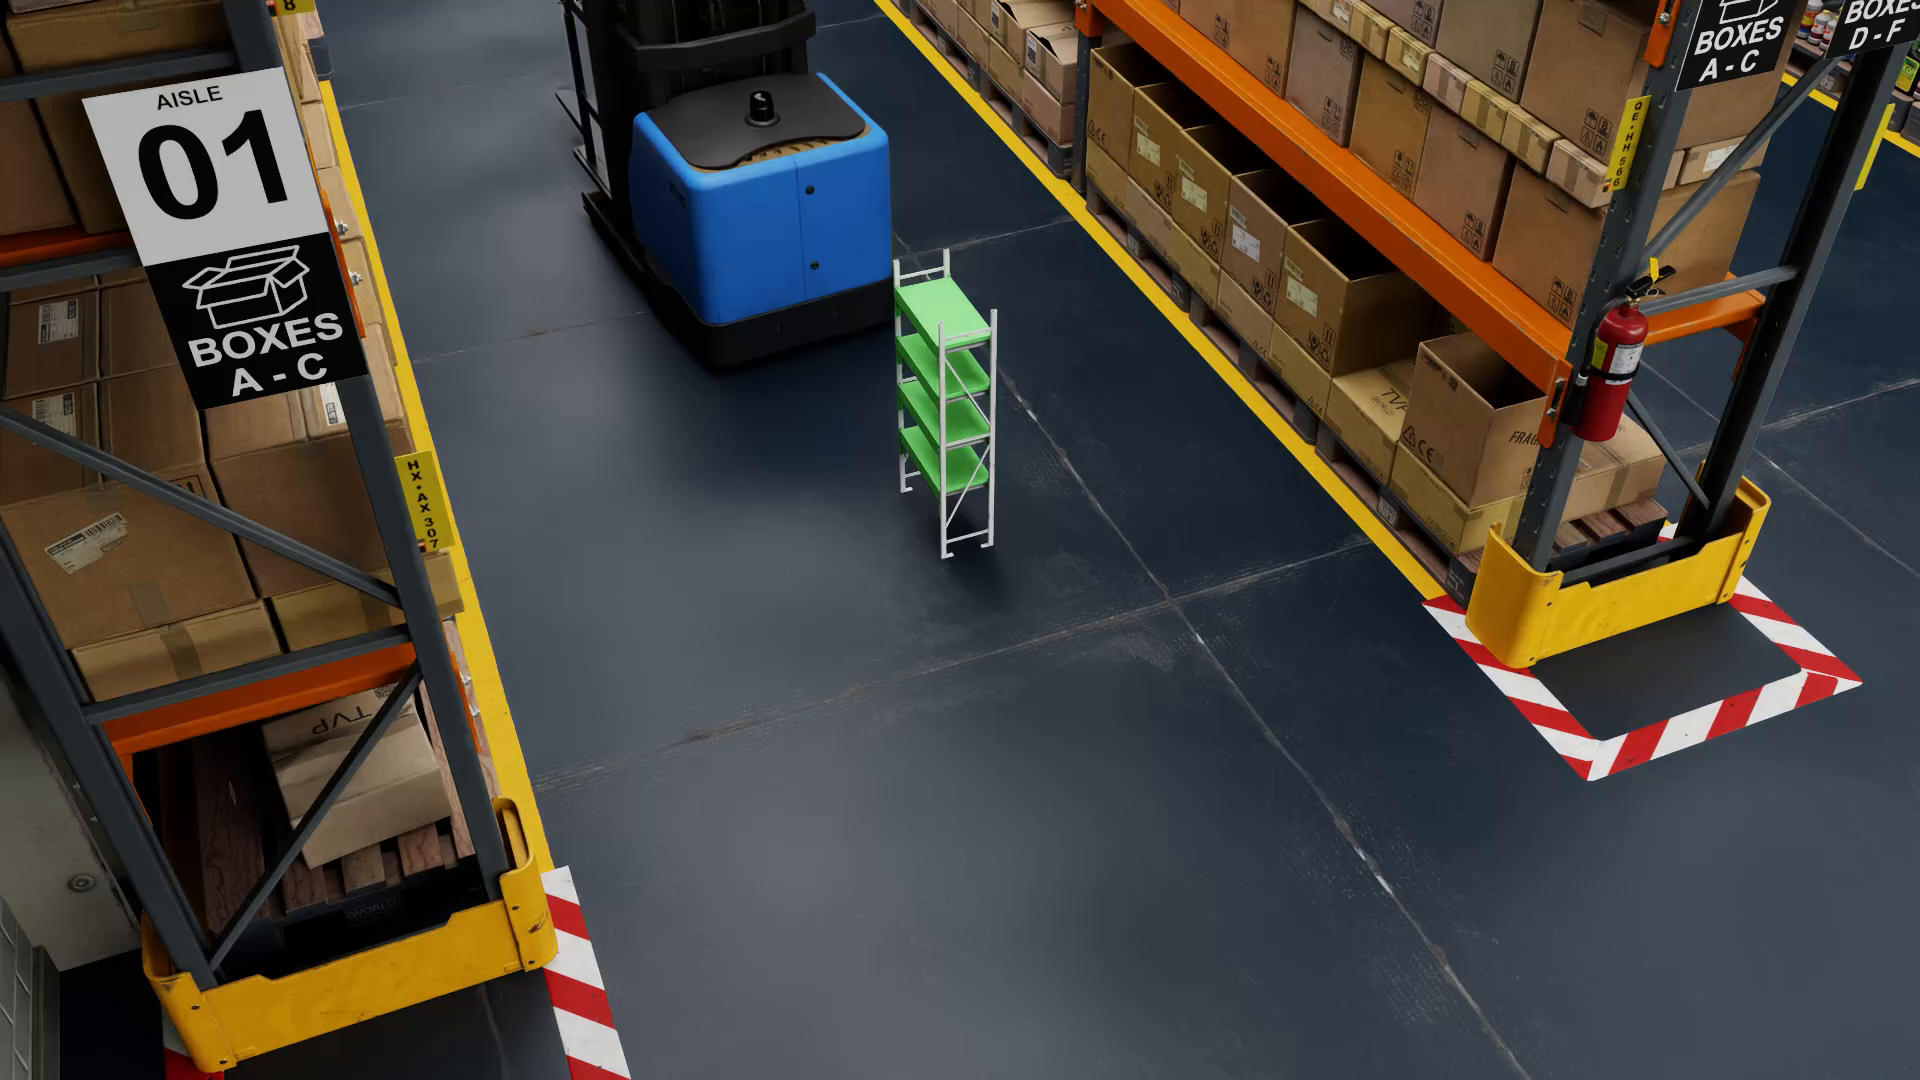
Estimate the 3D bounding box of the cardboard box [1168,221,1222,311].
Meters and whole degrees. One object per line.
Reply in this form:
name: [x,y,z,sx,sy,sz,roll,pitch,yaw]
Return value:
cardboard box: [1.397,-1.439,8.409,0.500,0.250,0.500,-15,43,-17]

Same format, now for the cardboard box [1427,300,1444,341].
cardboard box: [2.261,-1.251,7.616,0.500,0.500,0.500,-15,43,-17]

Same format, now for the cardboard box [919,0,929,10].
cardboard box: [-0.077,-3.805,11.161,0.500,0.250,0.500,-16,43,-18]

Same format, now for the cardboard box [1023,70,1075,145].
cardboard box: [0.700,-2.576,9.732,0.500,0.250,0.500,-16,43,-17]

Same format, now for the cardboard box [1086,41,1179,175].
cardboard box: [1.015,-2.326,8.866,0.500,0.500,0.500,-15,43,-17]

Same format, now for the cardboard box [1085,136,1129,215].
cardboard box: [1.024,-2.044,9.113,0.500,0.250,0.500,-15,43,-17]

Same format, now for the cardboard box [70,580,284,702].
cardboard box: [-2.276,0.182,4.838,0.500,0.250,0.500,-15,43,-16]

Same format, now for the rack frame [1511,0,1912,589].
rack frame: [2.657,-0.873,5.964,1.000,3.000,0.127,-15,43,-17]

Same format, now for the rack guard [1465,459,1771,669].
rack guard: [2.666,0.090,6.762,1.175,0.500,0.348,-15,43,-17]

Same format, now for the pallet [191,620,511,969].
pallet: [-2.226,0.879,6.066,1.003,0.211,1.213,-15,43,-17]

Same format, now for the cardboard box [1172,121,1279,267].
cardboard box: [1.397,-1.723,8.165,0.500,0.500,0.500,-15,43,-17]

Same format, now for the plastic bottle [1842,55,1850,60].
plastic bottle: [5.570,-3.160,10.376,0.152,0.276,0.135,-14,43,-15]

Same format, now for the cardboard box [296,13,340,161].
cardboard box: [-2.786,-1.772,6.535,0.500,0.500,0.500,-15,43,-17]

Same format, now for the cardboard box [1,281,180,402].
cardboard box: [-2.479,-0.406,4.946,0.500,0.500,0.500,-15,43,-16]

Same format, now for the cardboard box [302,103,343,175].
cardboard box: [-2.404,-1.153,5.815,0.500,0.500,0.500,-14,43,-16]

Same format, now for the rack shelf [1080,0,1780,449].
rack shelf: [1.892,-1.805,7.600,1.077,0.370,4.000,-15,43,-17]

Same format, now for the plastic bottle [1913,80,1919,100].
plastic bottle: [5.789,-2.742,9.946,0.097,0.201,0.097,0,41,0]

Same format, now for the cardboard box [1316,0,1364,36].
cardboard box: [1.739,-2.273,7.018,0.380,0.149,0.250,-16,43,-17]

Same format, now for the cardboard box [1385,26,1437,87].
cardboard box: [1.940,-1.961,6.655,0.380,0.149,0.250,-14,43,-16]

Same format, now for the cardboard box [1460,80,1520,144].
cardboard box: [2.135,-1.650,6.294,0.380,0.149,0.250,-16,43,-17]

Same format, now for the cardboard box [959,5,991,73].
cardboard box: [0.312,-3.190,10.445,0.500,0.250,0.500,-14,43,-16]

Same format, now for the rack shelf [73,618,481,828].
rack shelf: [-2.684,-0.567,6.160,1.077,0.370,4.000,-15,43,-17]

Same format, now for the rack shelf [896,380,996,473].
rack shelf: [-0.063,-0.506,7.016,0.258,0.148,0.480,-15,43,-17]

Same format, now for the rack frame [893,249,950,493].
rack frame: [-0.157,-0.702,7.146,0.240,1.200,0.015,-15,43,-17]

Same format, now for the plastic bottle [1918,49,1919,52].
plastic bottle: [5.793,-2.865,10.036,0.097,0.271,0.097,0,41,0]

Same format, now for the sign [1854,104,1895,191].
sign: [3.172,-1.366,5.813,0.100,0.325,0.005,-15,43,-17]

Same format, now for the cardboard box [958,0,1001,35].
cardboard box: [0.313,-3.397,10.256,0.500,0.311,0.500,-15,43,-17]

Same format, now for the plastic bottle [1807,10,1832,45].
plastic bottle: [5.460,-3.259,10.548,0.097,0.201,0.097,0,41,0]

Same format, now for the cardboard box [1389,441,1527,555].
cardboard box: [2.179,-0.239,7.014,0.500,0.250,0.500,-15,43,-17]

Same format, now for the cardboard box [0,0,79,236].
cardboard box: [-2.312,-1.006,3.726,0.500,0.500,0.500,-12,42,-14]

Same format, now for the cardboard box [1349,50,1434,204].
cardboard box: [2.100,-1.811,6.978,0.700,0.500,0.500,-15,43,-17]

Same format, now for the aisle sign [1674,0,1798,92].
aisle sign: [2.411,-1.745,4.985,0.394,0.787,0.004,-15,43,-17]

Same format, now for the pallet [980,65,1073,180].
pallet: [0.808,-2.659,10.180,1.003,0.211,1.213,-15,43,-17]

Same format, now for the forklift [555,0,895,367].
forklift: [-1.454,-2.910,8.385,1.130,2.935,3.031,-19,44,-21]

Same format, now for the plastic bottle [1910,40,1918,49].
plastic bottle: [5.702,-2.975,10.103,0.144,0.351,0.185,-17,43,-19]

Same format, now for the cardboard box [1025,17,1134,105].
cardboard box: [0.707,-2.784,9.543,0.500,0.311,0.500,-15,43,-17]

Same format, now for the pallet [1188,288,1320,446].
pallet: [1.863,-0.999,8.250,1.003,0.211,1.213,-15,43,-17]

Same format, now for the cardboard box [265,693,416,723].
cardboard box: [-2.318,0.436,6.168,0.500,0.311,0.500,-12,42,-13]

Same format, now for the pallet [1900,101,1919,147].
pallet: [6.393,-2.307,9.771,1.003,0.211,1.213,-15,43,-17]

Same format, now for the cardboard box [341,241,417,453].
cardboard box: [-2.003,-0.532,5.093,0.500,0.500,0.500,-15,43,-17]

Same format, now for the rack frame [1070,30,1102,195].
rack frame: [1.126,-3.282,8.766,1.000,3.000,0.127,-15,43,-17]

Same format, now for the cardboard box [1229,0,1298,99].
cardboard box: [1.698,-2.435,7.704,0.700,0.500,0.500,-14,43,-16]

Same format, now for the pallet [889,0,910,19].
pallet: [-0.125,-4.129,11.889,1.003,0.211,1.213,-15,43,-17]

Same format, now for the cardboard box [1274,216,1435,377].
cardboard box: [1.781,-1.121,7.465,0.500,0.500,0.500,-15,43,-17]

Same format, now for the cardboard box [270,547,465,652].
cardboard box: [-1.812,0.042,5.001,0.500,0.250,0.500,-16,43,-18]

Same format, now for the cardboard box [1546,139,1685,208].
cardboard box: [2.335,-1.339,5.932,0.380,0.149,0.250,-16,43,-18]

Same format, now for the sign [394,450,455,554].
sign: [-1.417,-0.098,4.400,0.100,0.325,0.005,-15,43,-17]

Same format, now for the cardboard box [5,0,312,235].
cardboard box: [-1.815,-1.081,3.814,0.500,0.500,0.500,-14,43,-16]

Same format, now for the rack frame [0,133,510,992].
rack frame: [-1.918,0.366,4.524,1.000,3.000,0.127,-15,43,-17]

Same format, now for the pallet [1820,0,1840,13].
pallet: [5.368,-3.922,11.649,1.003,0.211,1.213,-15,43,-17]

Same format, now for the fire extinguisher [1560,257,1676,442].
fire extinguisher: [2.273,-0.656,5.772,0.296,0.674,0.183,-15,43,-17]

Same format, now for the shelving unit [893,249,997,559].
shelving unit: [-0.063,-0.555,6.975,0.258,1.200,0.503,-15,43,-17]

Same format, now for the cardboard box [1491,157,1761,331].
cardboard box: [2.490,-1.195,6.262,0.700,0.500,0.500,-15,43,-17]

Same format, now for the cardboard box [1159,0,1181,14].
cardboard box: [1.302,-3.054,8.425,0.700,0.500,0.500,-16,43,-18]

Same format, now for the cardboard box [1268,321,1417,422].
cardboard box: [1.783,-0.838,7.710,0.500,0.250,0.500,-15,43,-17]

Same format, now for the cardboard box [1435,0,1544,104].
cardboard box: [2.264,-2.034,6.243,0.700,0.500,0.500,-16,43,-18]

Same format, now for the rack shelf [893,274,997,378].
rack shelf: [-0.063,-0.870,6.703,0.258,0.148,0.480,-15,43,-17]

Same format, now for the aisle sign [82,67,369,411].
aisle sign: [-1.614,-0.652,3.713,0.394,0.787,0.004,-15,43,-17]
